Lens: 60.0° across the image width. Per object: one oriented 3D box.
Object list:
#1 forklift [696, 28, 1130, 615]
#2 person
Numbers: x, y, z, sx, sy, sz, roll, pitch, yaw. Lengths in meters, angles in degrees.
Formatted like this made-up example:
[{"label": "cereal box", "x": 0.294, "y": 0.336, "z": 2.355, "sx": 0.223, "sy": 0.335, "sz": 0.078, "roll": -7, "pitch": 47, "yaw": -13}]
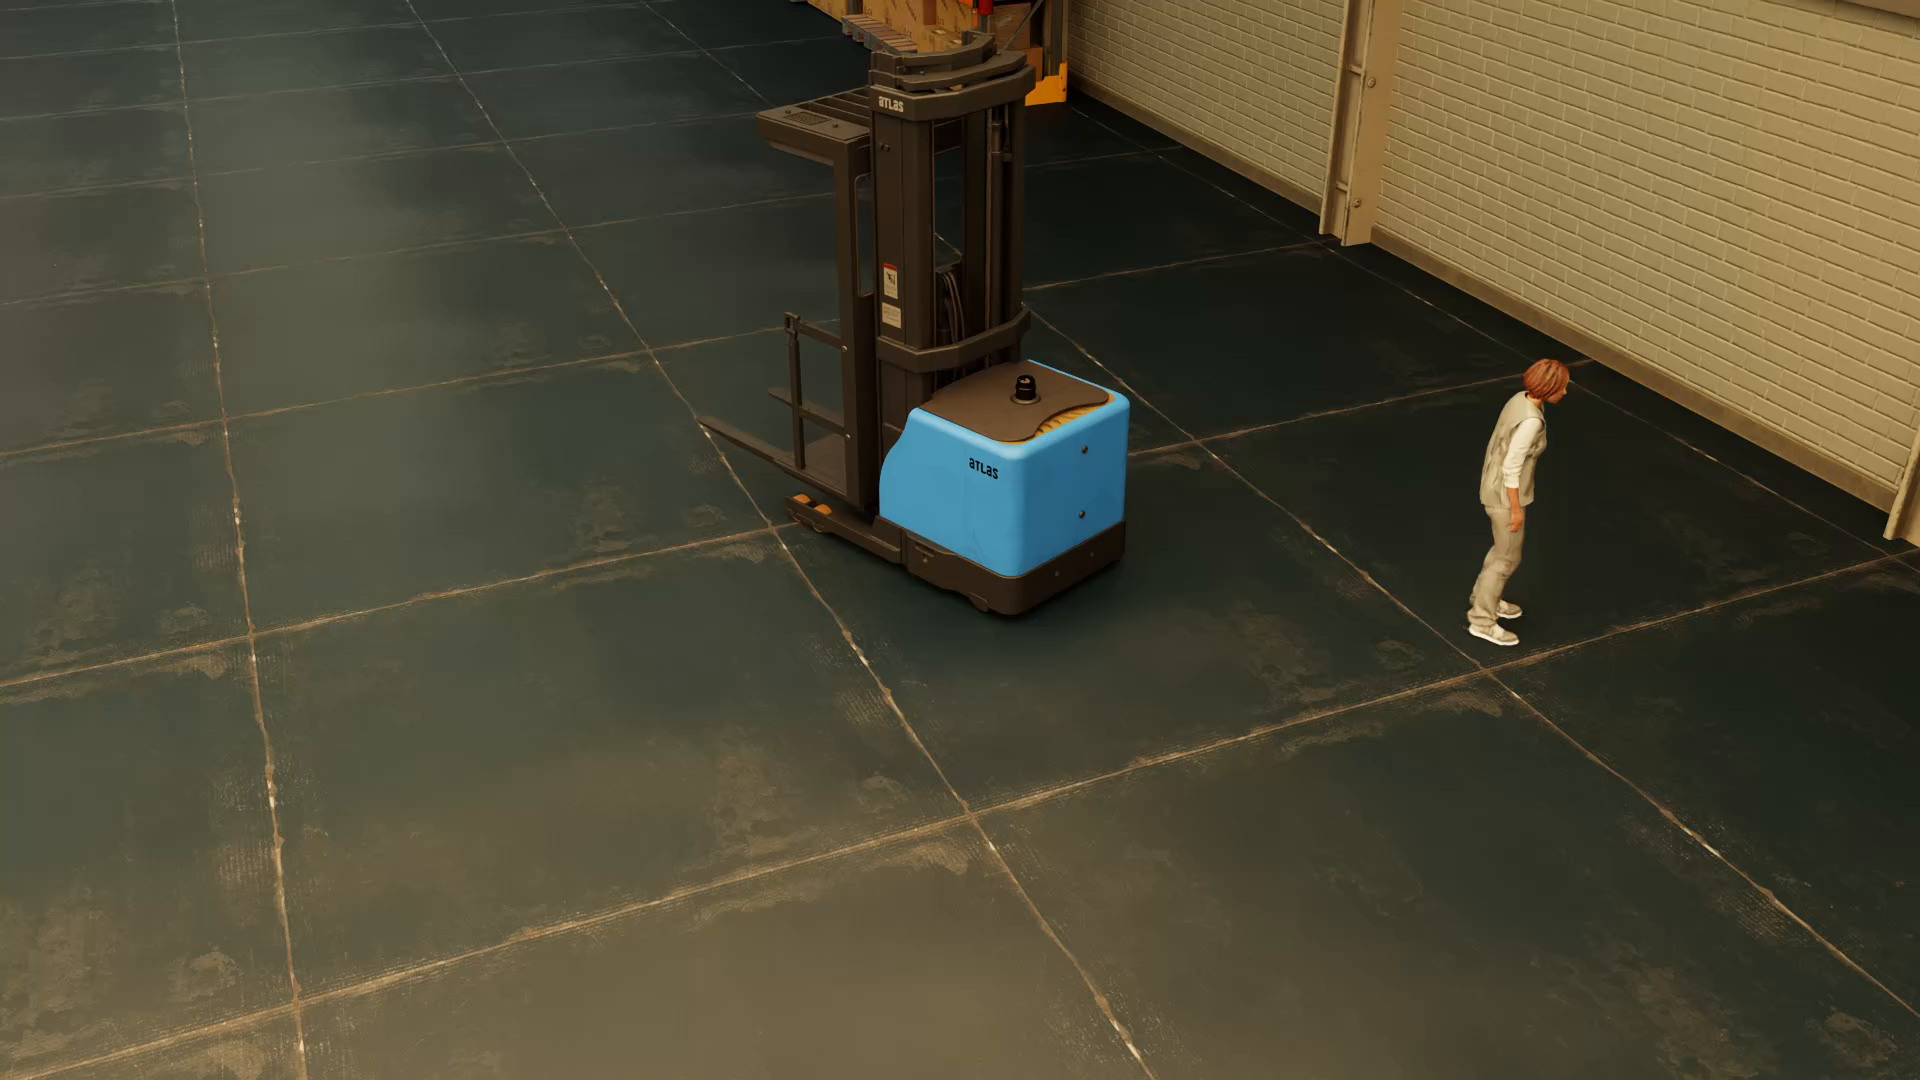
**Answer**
[{"label": "forklift", "x": -0.436, "y": -1.483, "z": 9.714, "sx": 3.031, "sy": 2.935, "sz": 1.130, "roll": 26, "pitch": 39, "yaw": 37}, {"label": "person", "x": 2.945, "y": -0.228, "z": 8.870, "sx": 0.345, "sy": 1.593, "sz": 0.459, "roll": 9, "pitch": 31, "yaw": 15}]
